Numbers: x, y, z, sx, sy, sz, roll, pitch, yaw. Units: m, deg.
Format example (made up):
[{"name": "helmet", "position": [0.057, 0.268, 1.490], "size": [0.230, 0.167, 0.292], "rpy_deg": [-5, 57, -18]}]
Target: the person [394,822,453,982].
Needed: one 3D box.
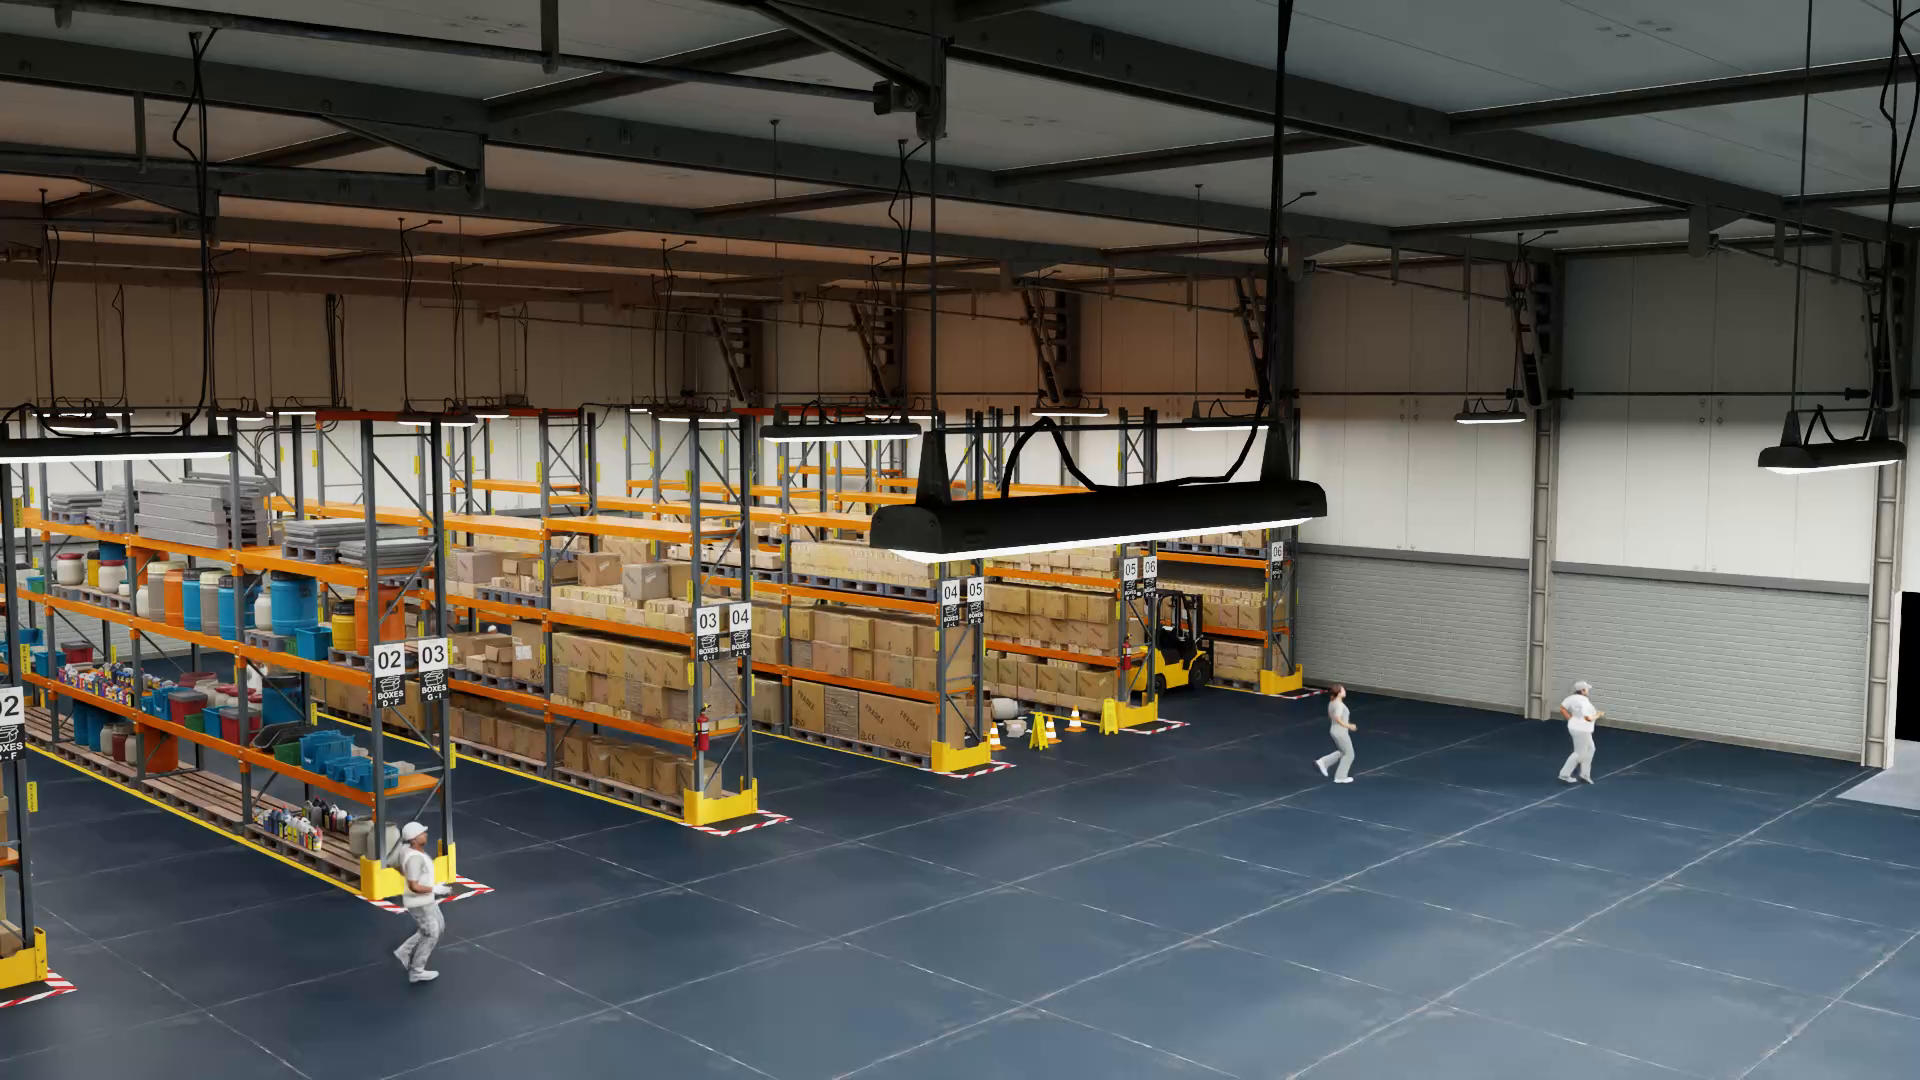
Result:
[{"name": "person", "position": [-5.786, 3.876, 17.889], "size": [0.608, 1.735, 0.675], "rpy_deg": [-2, 5, -21]}]

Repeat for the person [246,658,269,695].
[{"name": "person", "position": [-12.769, 2.817, 30.091], "size": [0.631, 1.730, 0.646], "rpy_deg": [3, 6, 30]}]

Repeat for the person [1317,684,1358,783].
[{"name": "person", "position": [6.113, 3.132, 26.961], "size": [0.594, 1.617, 0.561], "rpy_deg": [0, 5, -3]}]

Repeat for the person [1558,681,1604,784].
[{"name": "person", "position": [10.014, 3.131, 26.833], "size": [0.708, 1.723, 0.585], "rpy_deg": [0, 5, 1]}]

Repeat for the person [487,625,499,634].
[{"name": "person", "position": [-9.216, 2.553, 32.870], "size": [0.709, 1.742, 0.659], "rpy_deg": [4, 7, 41]}]
